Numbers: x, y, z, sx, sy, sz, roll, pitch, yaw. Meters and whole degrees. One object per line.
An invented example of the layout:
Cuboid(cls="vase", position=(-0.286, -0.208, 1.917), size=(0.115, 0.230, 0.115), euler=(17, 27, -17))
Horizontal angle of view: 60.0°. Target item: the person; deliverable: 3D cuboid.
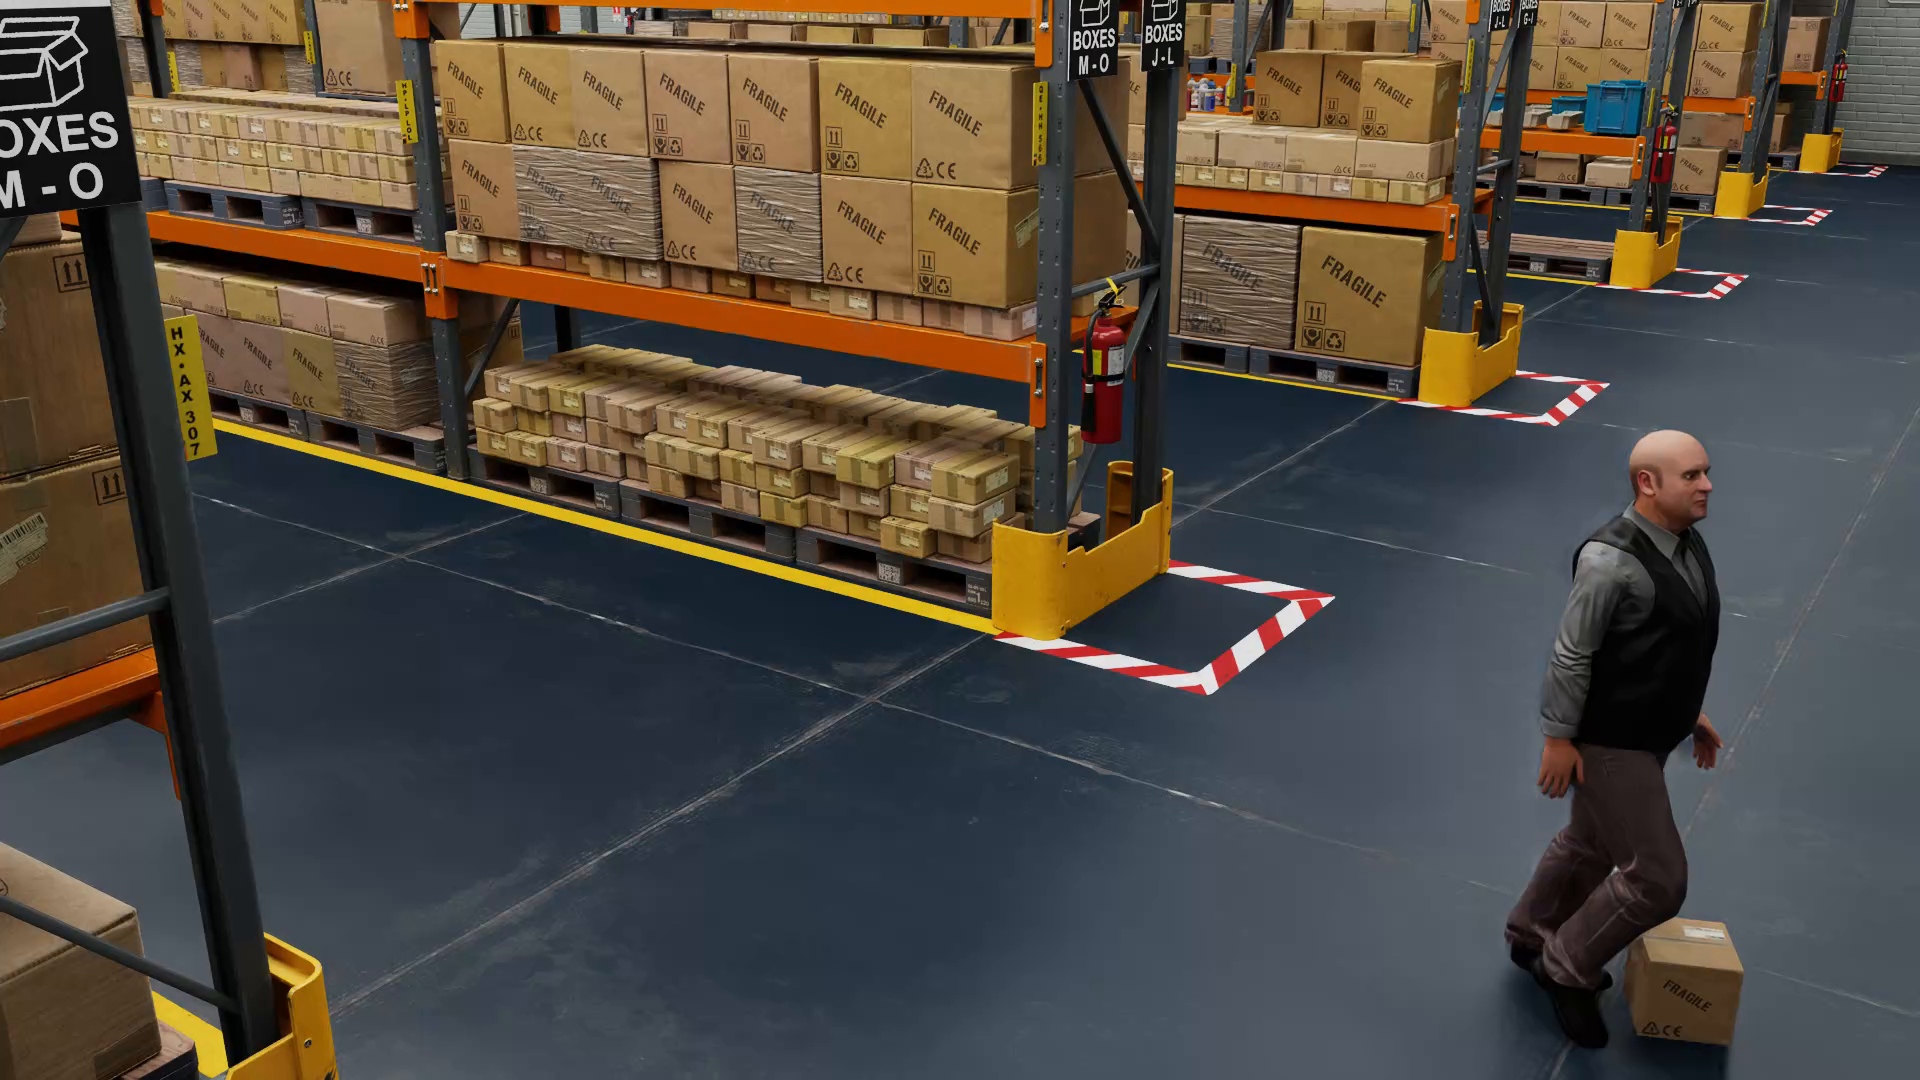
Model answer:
Cuboid(cls="person", position=(1.814, 0.551, 4.562), size=(0.541, 1.760, 0.567), euler=(17, 26, 40))
